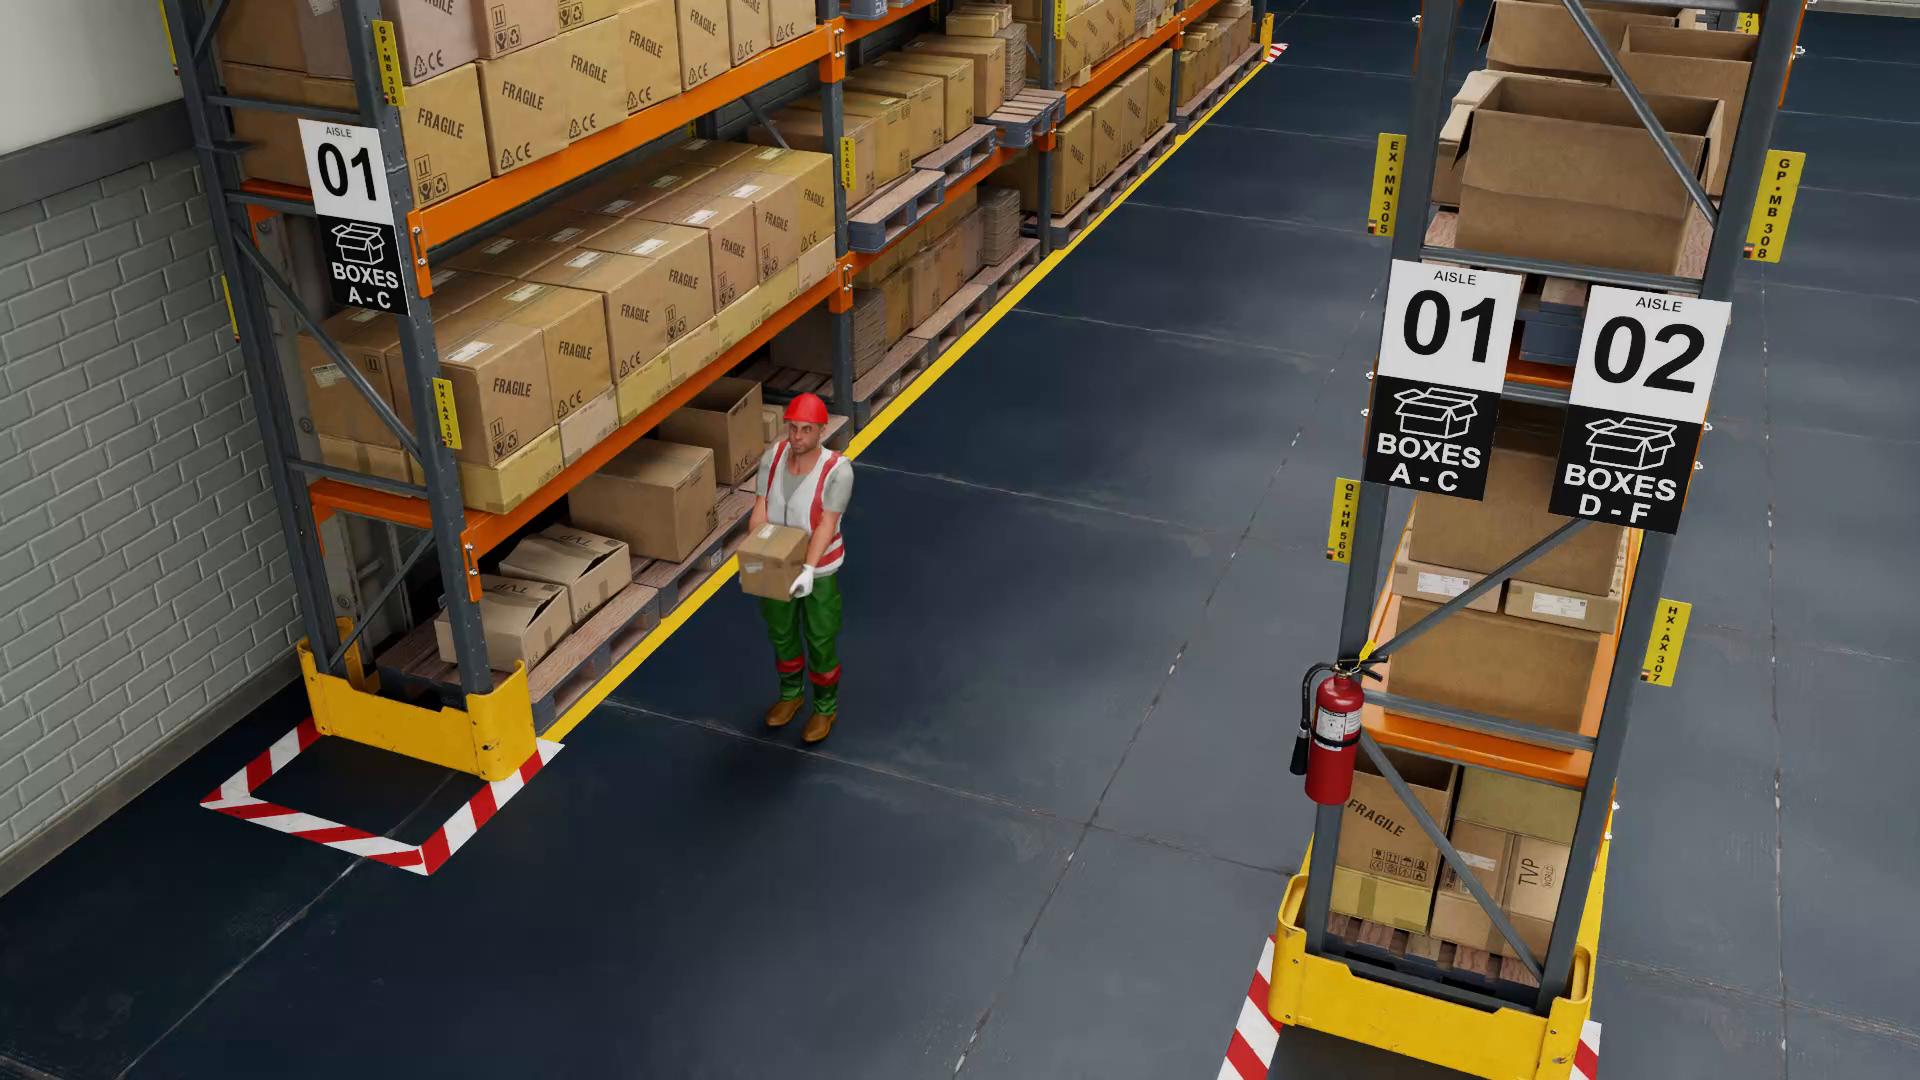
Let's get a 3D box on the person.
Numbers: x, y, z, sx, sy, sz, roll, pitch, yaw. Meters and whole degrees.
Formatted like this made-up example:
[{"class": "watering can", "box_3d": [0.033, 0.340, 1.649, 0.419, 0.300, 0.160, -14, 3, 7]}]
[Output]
[{"class": "person", "box_3d": [-0.795, 0.172, 8.078, 0.494, 1.782, 0.573, 11, 31, 19]}]
